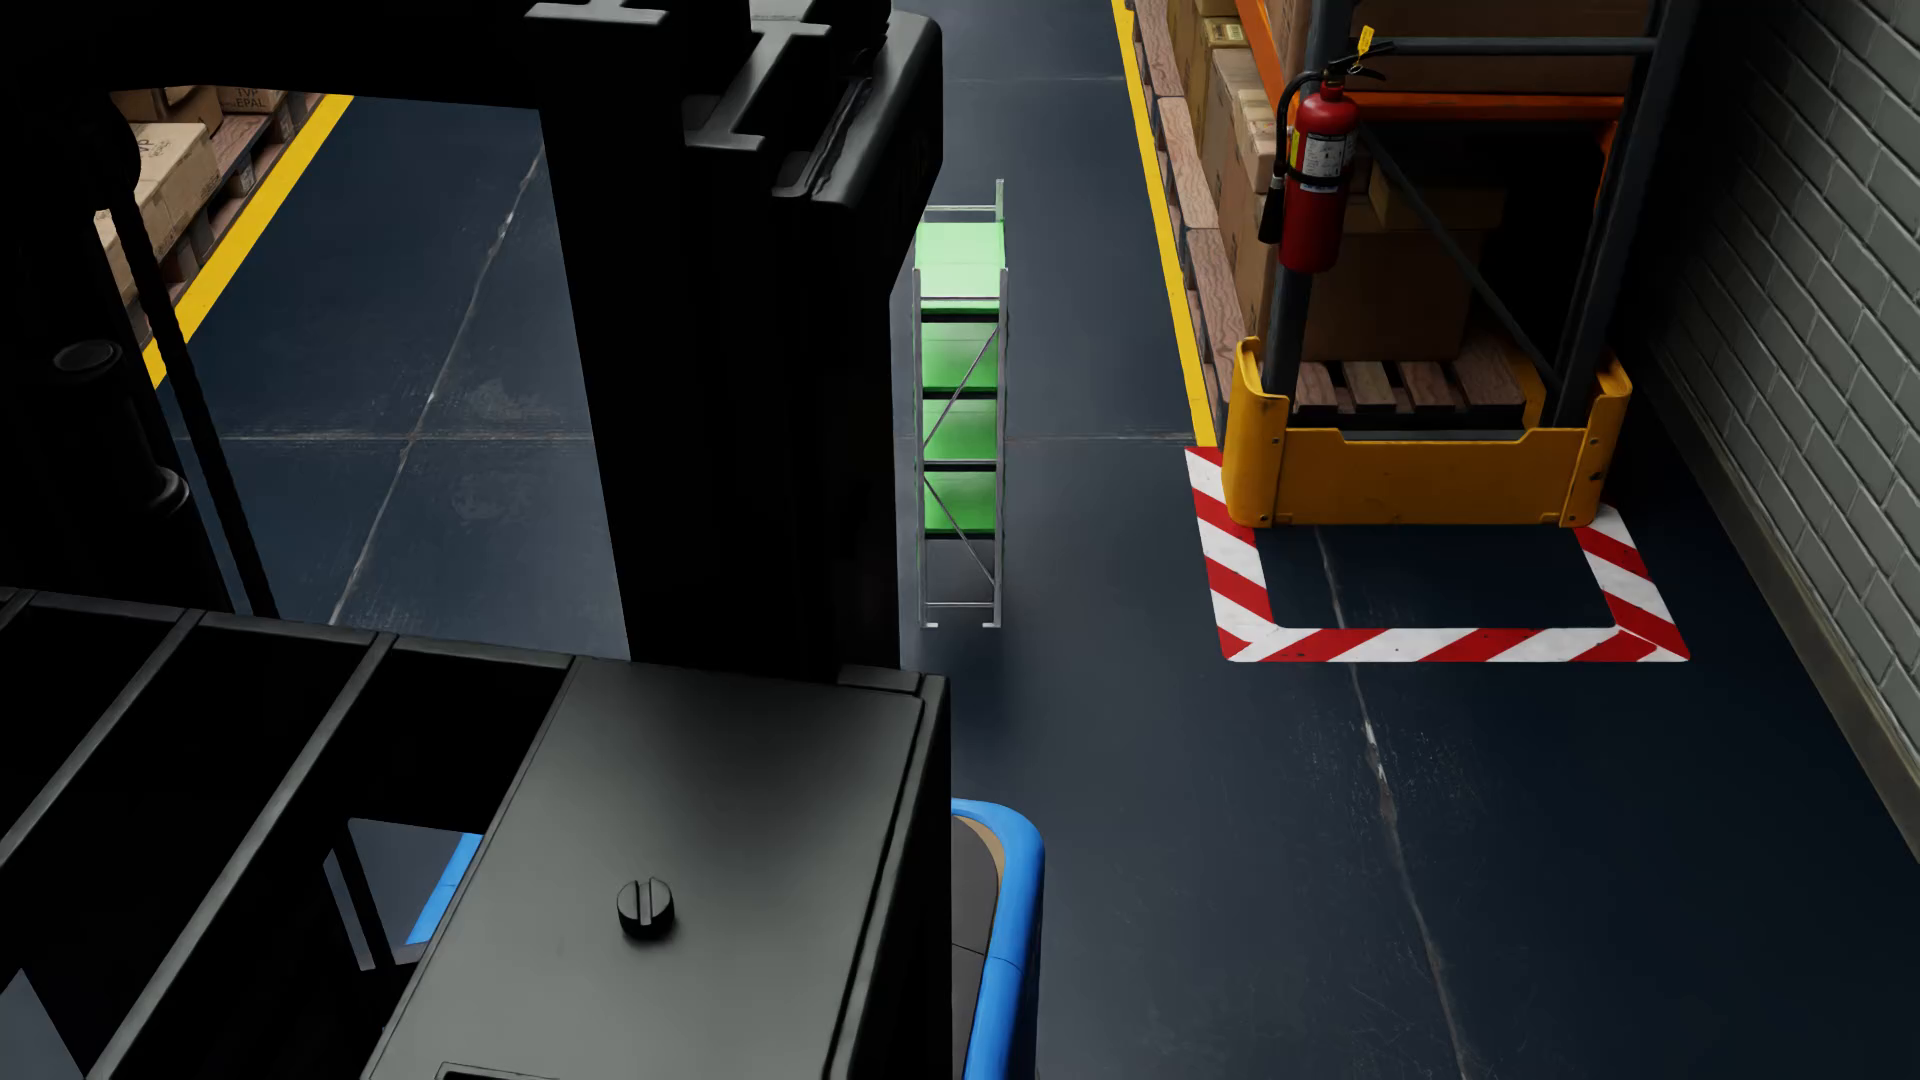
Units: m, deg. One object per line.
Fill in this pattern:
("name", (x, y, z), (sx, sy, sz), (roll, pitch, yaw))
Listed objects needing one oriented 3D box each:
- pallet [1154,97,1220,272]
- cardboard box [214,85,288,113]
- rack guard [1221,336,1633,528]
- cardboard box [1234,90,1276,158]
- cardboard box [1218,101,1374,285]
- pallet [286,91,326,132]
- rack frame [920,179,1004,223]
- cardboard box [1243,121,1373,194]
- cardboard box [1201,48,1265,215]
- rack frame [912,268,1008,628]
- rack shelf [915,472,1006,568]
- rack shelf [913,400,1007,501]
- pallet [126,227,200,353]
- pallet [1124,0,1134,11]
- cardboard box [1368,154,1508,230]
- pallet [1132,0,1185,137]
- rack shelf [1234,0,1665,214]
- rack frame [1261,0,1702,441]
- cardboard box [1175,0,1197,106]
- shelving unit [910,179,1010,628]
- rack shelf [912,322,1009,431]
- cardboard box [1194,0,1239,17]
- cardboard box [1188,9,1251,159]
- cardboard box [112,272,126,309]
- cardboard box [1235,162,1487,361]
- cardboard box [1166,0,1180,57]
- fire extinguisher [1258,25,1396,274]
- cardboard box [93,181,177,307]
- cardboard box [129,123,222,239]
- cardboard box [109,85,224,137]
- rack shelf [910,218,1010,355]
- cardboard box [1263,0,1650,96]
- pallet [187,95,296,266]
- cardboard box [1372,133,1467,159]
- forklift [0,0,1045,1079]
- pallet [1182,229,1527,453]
("pallet", (1.373, -1.505, 6.959), (1.003, 0.211, 1.213), (0, 39, 0))
("cardboard box", (-3.222, -2.125, 7.301), (0.500, 0.311, 0.500), (0, 39, 0))
("rack guard", (1.451, -0.342, 5.277), (1.175, 0.500, 0.348), (0, 39, 0))
("cardboard box", (1.167, -1.451, 5.807), (0.380, 0.149, 0.250), (1, 39, 1))
("cardboard box", (1.350, -1.271, 6.101), (0.700, 0.500, 0.500), (0, 39, 0))
("pallet", (-3.507, -2.310, 7.964), (1.003, 0.211, 1.213), (0, 39, 0))
("rack frame", (0.000, -0.517, 4.936), (0.240, 1.200, 0.015), (0, 39, 0))
("cardboard box", (1.168, -1.292, 5.607), (0.380, 0.149, 0.250), (0, 39, -1))
("cardboard box", (1.348, -1.586, 6.493), (0.700, 0.500, 0.500), (-1, 39, -2))
("rack frame", (0.000, -0.212, 4.555), (0.240, 1.200, 0.015), (0, 39, 0))
("rack shelf", (0.000, -0.128, 4.936), (0.258, 0.148, 0.480), (0, 39, 0))
("rack shelf", (0.000, -0.315, 4.786), (0.258, 0.148, 0.480), (0, 39, 0))
("pallet", (-3.505, -0.784, 6.060), (1.003, 0.211, 1.213), (0, 39, 0))
("pallet", (1.370, -3.228, 9.109), (1.003, 0.211, 1.213), (0, 39, 0))
("cardboard box", (1.550, -1.133, 5.410), (0.380, 0.149, 0.250), (0, 39, 0))
("pallet", (1.369, -2.270, 7.914), (1.003, 0.211, 1.213), (0, 39, 0))
("rack shelf", (1.449, -2.302, 6.299), (1.077, 0.370, 4.000), (0, 39, 0))
("rack frame", (1.451, -1.332, 4.514), (1.000, 3.000, 0.127), (0, 39, 0))
("cardboard box", (1.342, -2.240, 7.310), (0.700, 0.500, 0.500), (0, 39, -1))
("shelving unit", (0.000, -0.365, 4.746), (0.258, 1.200, 0.503), (0, 39, 0))
("rack shelf", (0.000, -0.502, 4.635), (0.258, 0.148, 0.480), (0, 39, 0))
("cardboard box", (1.163, -2.267, 6.824), (0.380, 0.149, 0.250), (-1, 39, -1))
("cardboard box", (1.340, -1.919, 6.909), (0.700, 0.500, 0.500), (1, 39, 1))
("cardboard box", (-3.160, -0.811, 5.777), (0.380, 0.166, 0.250), (0, 39, 0))
("cardboard box", (1.350, -0.958, 5.710), (0.700, 0.500, 0.500), (0, 39, 0))
("cardboard box", (1.345, -2.554, 7.702), (0.700, 0.500, 0.500), (0, 39, 1))
("fire extinguisher", (0.990, -1.062, 4.536), (0.296, 0.674, 0.183), (0, 39, 0))
("cardboard box", (-3.220, -1.078, 6.043), (0.500, 0.250, 0.500), (0, 39, 0))
("cardboard box", (-3.221, -1.391, 6.434), (0.500, 0.250, 0.500), (0, 39, 0))
("cardboard box", (-3.500, -1.850, 6.805), (0.797, 0.503, 0.637), (0, 39, 0))
("rack shelf", (0.000, -0.689, 4.485), (0.258, 0.148, 0.480), (0, 39, 0))
("cardboard box", (1.440, -1.768, 4.818), (0.980, 0.700, 0.700), (2, 39, 2))
("pallet", (-3.503, -1.545, 7.010), (1.003, 0.211, 1.213), (0, 39, 0))
("cardboard box", (1.549, -1.450, 5.805), (0.380, 0.149, 0.250), (0, 39, 0))
("forklift", (-0.591, 1.027, 1.625), (1.130, 2.935, 3.031), (6, 39, 8))
("pallet", (1.372, -0.744, 6.010), (1.003, 0.211, 1.213), (0, 39, 0))
